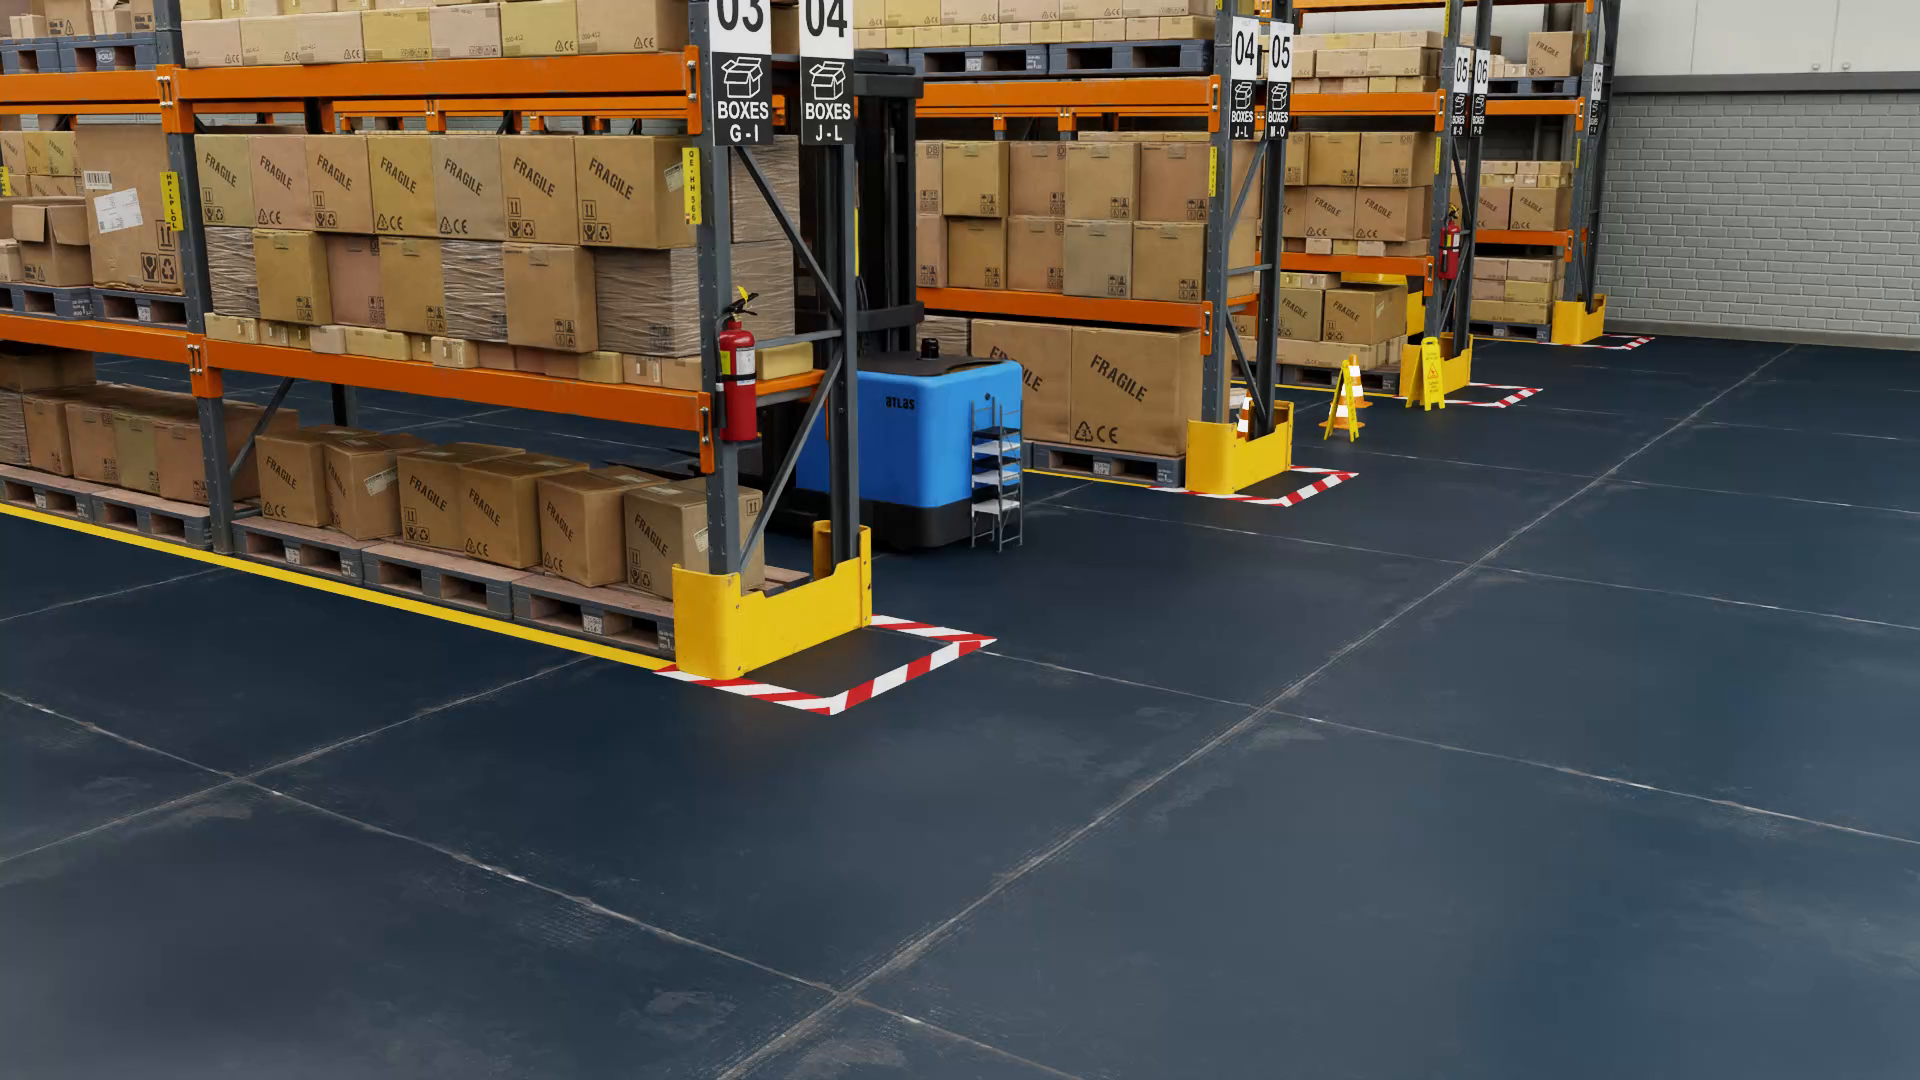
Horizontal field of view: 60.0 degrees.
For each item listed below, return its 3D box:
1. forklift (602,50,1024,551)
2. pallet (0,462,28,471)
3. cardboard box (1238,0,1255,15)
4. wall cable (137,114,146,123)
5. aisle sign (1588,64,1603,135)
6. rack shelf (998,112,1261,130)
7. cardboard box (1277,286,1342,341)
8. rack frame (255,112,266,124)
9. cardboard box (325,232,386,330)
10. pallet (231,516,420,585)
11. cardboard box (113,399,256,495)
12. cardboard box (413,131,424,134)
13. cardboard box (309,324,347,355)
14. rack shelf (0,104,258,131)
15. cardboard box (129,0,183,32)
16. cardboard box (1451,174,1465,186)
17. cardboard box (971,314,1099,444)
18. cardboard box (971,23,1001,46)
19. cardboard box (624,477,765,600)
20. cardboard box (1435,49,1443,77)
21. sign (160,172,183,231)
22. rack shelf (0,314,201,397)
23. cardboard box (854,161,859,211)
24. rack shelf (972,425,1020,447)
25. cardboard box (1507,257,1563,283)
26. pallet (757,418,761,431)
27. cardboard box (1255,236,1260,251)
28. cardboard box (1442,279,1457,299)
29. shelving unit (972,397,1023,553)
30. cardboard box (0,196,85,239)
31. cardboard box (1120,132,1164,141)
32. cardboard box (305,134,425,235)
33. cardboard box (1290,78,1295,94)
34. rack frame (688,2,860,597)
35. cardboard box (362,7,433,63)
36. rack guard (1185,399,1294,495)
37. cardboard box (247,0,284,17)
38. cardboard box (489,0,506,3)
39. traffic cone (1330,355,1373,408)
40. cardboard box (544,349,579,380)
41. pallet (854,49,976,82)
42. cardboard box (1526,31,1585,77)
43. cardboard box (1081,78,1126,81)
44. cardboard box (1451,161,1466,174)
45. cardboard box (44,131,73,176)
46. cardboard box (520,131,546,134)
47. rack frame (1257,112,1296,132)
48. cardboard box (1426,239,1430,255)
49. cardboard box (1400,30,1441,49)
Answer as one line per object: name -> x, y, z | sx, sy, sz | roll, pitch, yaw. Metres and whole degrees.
forklift -> -1.088, -1.612, 10.736 | 3.031, 2.935, 1.130 | 10, 17, 35
pallet -> -6.827, -0.543, 12.079 | 1.213, 0.211, 1.003 | 9, 17, 33
cardboard box -> 1.758, -3.801, 11.803 | 0.500, 0.250, 0.500 | 9, 17, 33
wall cable -> -13.274, -6.311, 27.395 | 0.123, 1.953, 0.585 | 9, 17, 33
aisle sign -> 7.352, -5.090, 19.232 | 0.004, 0.787, 0.394 | 9, 17, 33
rack shelf -> 2.483, -5.807, 22.793 | 4.000, 0.370, 1.077 | 9, 17, 33
cardboard box -> 3.449, -2.263, 16.511 | 0.500, 0.500, 0.500 | 10, 17, 35
rack frame -> -7.942, -3.514, 18.276 | 0.127, 3.000, 1.000 | 9, 17, 33
cardboard box -> -2.950, -1.465, 9.171 | 0.500, 0.500, 0.875 | 9, 17, 33
pallet -> -3.578, -0.029, 10.001 | 1.213, 0.211, 1.003 | 9, 17, 33
cardboard box -> -5.038, -0.620, 10.873 | 0.500, 0.500, 0.700 | 9, 17, 32
cardboard box -> -7.374, -5.620, 23.145 | 0.250, 0.149, 0.380 | 9, 17, 33
cardboard box -> -3.325, -1.117, 9.118 | 0.250, 0.149, 0.380 | 9, 17, 33
rack shelf -> -9.601, -4.889, 19.085 | 4.000, 0.370, 1.077 | 9, 17, 33
cardboard box -> -4.490, -3.258, 9.913 | 0.637, 0.503, 0.797 | 8, 16, 30
cardboard box -> 6.160, -4.387, 20.244 | 0.250, 0.149, 0.380 | 9, 16, 31
cardboard box -> 0.685, -1.272, 12.769 | 0.875, 0.875, 0.875 | 9, 16, 32
cardboard box -> 0.285, -3.673, 12.116 | 0.250, 0.149, 0.380 | 9, 17, 33
cardboard box -> -1.345, -0.007, 8.436 | 0.500, 0.500, 0.500 | 13, 19, 43
cardboard box -> 4.426, -4.553, 15.926 | 0.500, 0.250, 0.500 | 9, 16, 32
sign -> -4.462, -1.917, 9.414 | 0.005, 0.325, 0.100 | 9, 17, 33
rack shelf -> -5.815, -1.385, 11.172 | 4.000, 0.370, 1.077 | 9, 17, 33
cardboard box -> -0.495, -2.931, 13.362 | 0.550, 0.550, 0.875 | 9, 17, 33
rack shelf -> 0.225, -0.626, 9.993 | 0.200, 0.077, 0.258 | 10, 17, 35
cardboard box -> 6.905, -3.249, 19.975 | 0.500, 0.250, 0.500 | 10, 17, 35
pallet -> -1.986, -1.176, 14.634 | 1.213, 0.211, 1.003 | 9, 17, 33
cardboard box -> 3.007, -3.000, 16.721 | 0.250, 0.149, 0.380 | 9, 17, 33
cardboard box -> 6.033, -3.145, 20.592 | 0.500, 0.250, 0.500 | 9, 16, 32
shelving unit -> 0.225, -0.396, 10.050 | 0.210, 0.900, 0.258 | 10, 17, 35
cardboard box -> -6.485, -2.135, 11.624 | 0.500, 0.500, 0.700 | 12, 19, 41
cardboard box -> 2.031, -3.945, 17.109 | 0.500, 0.500, 0.700 | 9, 17, 33
cardboard box -> -3.094, -1.899, 8.844 | 0.500, 0.500, 0.500 | 9, 17, 33
cardboard box -> 3.195, -4.409, 16.171 | 0.250, 0.149, 0.380 | 9, 16, 31
rack frame -> -0.836, -0.929, 7.835 | 0.127, 3.000, 1.000 | 9, 17, 33
cardboard box -> -2.635, -2.530, 8.370 | 0.500, 0.250, 0.500 | 9, 16, 32
rack guard -> 2.036, -0.688, 12.062 | 0.348, 0.500, 1.175 | 9, 17, 33
cardboard box -> -3.585, -2.875, 8.933 | 0.250, 0.149, 0.380 | 9, 17, 33
cardboard box -> -2.037, -2.641, 7.990 | 0.250, 0.149, 0.380 | 9, 17, 33
traffic cone -> 3.618, -1.474, 15.316 | 0.334, 0.463, 0.336 | 9, 17, 33
cardboard box -> -1.830, -0.898, 8.231 | 0.250, 0.149, 0.380 | 9, 17, 33
pallet -> -0.630, -3.742, 13.141 | 1.213, 0.211, 1.003 | 9, 17, 33
cardboard box -> 6.958, -5.663, 19.425 | 0.500, 0.500, 0.500 | 10, 17, 35
cardboard box -> 1.588, -4.856, 17.147 | 0.500, 0.250, 0.500 | 9, 16, 32
cardboard box -> 6.149, -4.527, 20.190 | 0.250, 0.149, 0.380 | 10, 17, 34
cardboard box -> -10.195, -4.475, 19.250 | 0.500, 0.500, 0.500 | 9, 16, 32
cardboard box -> -5.696, -5.341, 22.018 | 0.250, 0.149, 0.380 | 9, 16, 32
rack frame -> 4.142, -4.432, 21.984 | 0.127, 3.000, 1.000 | 9, 17, 33
cardboard box -> 4.528, -2.870, 16.198 | 0.250, 0.149, 0.380 | 9, 17, 33
cardboard box -> 4.249, -4.613, 15.336 | 0.250, 0.149, 0.380 | 9, 17, 33
